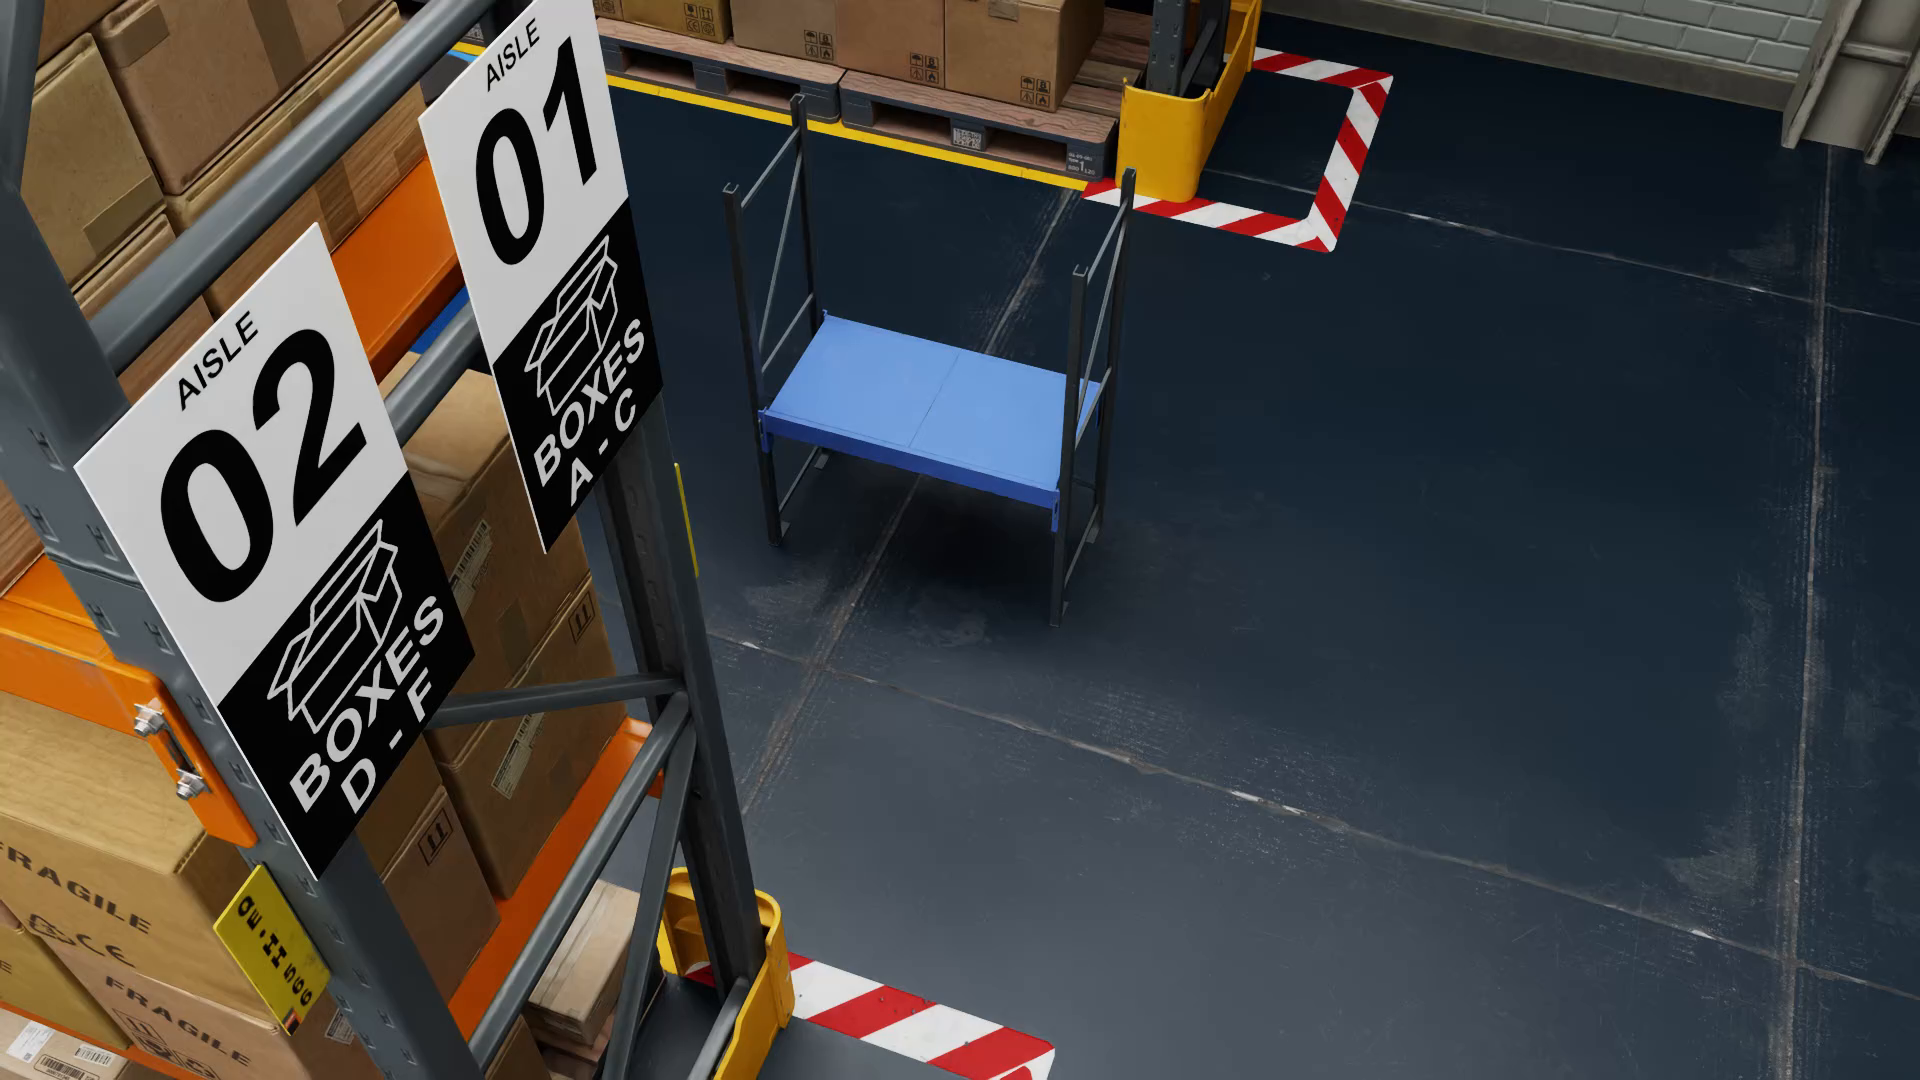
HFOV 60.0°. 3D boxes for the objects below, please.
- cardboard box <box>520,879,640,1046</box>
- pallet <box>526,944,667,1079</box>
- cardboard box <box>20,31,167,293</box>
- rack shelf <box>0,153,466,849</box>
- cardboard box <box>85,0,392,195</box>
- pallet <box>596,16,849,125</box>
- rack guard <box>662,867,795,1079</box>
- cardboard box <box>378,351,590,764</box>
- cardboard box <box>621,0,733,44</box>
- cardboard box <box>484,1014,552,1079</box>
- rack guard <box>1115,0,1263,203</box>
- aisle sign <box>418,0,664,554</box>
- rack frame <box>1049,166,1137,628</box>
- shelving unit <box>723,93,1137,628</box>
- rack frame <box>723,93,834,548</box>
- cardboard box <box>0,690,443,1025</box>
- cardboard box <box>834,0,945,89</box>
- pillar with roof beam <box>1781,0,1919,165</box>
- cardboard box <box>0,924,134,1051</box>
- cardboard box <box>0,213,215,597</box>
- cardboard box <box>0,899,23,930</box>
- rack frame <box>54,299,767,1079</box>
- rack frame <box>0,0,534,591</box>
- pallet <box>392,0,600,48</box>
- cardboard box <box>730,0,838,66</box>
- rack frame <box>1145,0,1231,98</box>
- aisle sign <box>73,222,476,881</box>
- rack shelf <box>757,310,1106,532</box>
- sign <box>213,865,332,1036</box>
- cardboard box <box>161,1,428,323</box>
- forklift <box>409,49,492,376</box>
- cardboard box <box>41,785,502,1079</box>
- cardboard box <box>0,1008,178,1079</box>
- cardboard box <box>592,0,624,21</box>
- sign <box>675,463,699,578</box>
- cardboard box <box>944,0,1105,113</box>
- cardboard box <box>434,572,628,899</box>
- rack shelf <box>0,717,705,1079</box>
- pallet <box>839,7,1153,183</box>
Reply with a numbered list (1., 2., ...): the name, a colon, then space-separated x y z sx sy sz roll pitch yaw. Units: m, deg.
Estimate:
1. cardboard box: -1.006 1.102 4.406 0.250 0.149 0.380 16 51 13
2. pallet: -1.552 1.351 4.440 1.213 0.211 1.003 16 51 13
3. cardboard box: -1.303 -0.385 1.883 0.500 0.250 0.500 16 51 13
4. rack shelf: -2.609 -0.605 2.781 4.000 0.370 1.077 16 51 13
5. cardboard box: -1.124 -0.751 2.199 0.500 0.250 0.500 16 51 13
6. pallet: -0.937 -2.408 7.698 1.213 0.211 1.003 16 51 13
7. rack guard: -0.804 1.464 4.150 0.348 0.500 1.175 16 51 13
8. cardboard box: -1.058 0.002 3.035 0.500 0.500 0.500 17 51 14
9. cardboard box: -1.155 -2.675 7.460 0.500 0.500 0.700 17 51 14
10. cardboard box: -1.328 1.372 3.939 0.500 0.500 0.500 16 51 13
11. rack guard: 1.003 -2.022 7.172 0.348 0.500 1.175 16 51 13
12. aisle sign: -0.567 -0.376 2.371 0.004 0.787 0.394 16 51 13
13. rack frame: 0.397 -0.380 5.087 0.032 1.500 0.500 16 51 13
14. shelving unit: -0.080 -0.514 5.203 1.048 1.500 0.538 16 51 13
15. rack frame: -0.557 -0.647 5.318 0.032 1.500 0.500 16 51 13
16. cardboard box: -1.246 0.384 2.705 0.500 0.500 0.500 15 51 13
17. cardboard box: -0.180 -2.409 7.229 0.500 0.500 0.700 15 51 13
18. pillar with roof beam: 2.321 -1.666 1.239 0.400 9.000 9.100 16 51 13
19. cardboard box: -1.735 0.575 3.201 0.500 0.500 0.500 16 51 13
20. cardboard box: -1.306 -0.216 2.066 0.500 0.250 0.500 16 51 13
21. cardboard box: -1.720 0.252 2.819 0.500 0.500 0.500 17 51 14
22. rack frame: -0.733 0.665 3.188 0.127 3.000 1.000 16 51 13
23. rack frame: -0.733 -1.299 0.921 0.127 3.000 1.000 16 51 13
24. pallet: -2.086 -2.727 7.973 1.213 0.211 1.003 16 51 13
25. cardboard box: -0.652 -2.541 7.343 0.500 0.500 0.700 14 51 12
26. rack frame: 0.980 -2.847 6.233 0.127 3.000 1.000 16 51 13
27. aisle sign: -0.775 0.049 2.002 0.004 0.787 0.394 16 51 13
28. rack shelf: -0.080 -0.396 5.339 1.000 0.185 0.538 16 51 13
29. sign: -0.944 0.571 2.295 0.005 0.325 0.100 16 51 13
30. cardboard box: -1.127 -0.583 2.384 0.500 0.250 0.500 16 51 13
31. forklift: -3.109 -2.011 5.553 3.031 2.935 1.130 18 51 15
32. cardboard box: -1.247 0.708 3.085 0.500 0.500 0.500 17 51 14
33. cardboard box: -2.209 1.184 4.267 0.500 0.250 0.500 16 51 13
34. cardboard box: -1.636 -2.811 7.578 0.500 0.500 0.700 15 51 13
35. sign: -0.545 -0.003 3.195 0.005 0.325 0.100 16 51 13
36. cardboard box: 0.289 -2.278 7.116 0.500 0.500 0.700 16 51 13
37. cardboard box: -1.058 0.330 3.413 0.500 0.500 0.500 17 51 14
38. rack shelf: -2.609 0.377 3.914 4.000 0.370 1.077 16 51 13
39. pallet: 0.203 -2.088 7.420 1.213 0.211 1.003 16 51 13
